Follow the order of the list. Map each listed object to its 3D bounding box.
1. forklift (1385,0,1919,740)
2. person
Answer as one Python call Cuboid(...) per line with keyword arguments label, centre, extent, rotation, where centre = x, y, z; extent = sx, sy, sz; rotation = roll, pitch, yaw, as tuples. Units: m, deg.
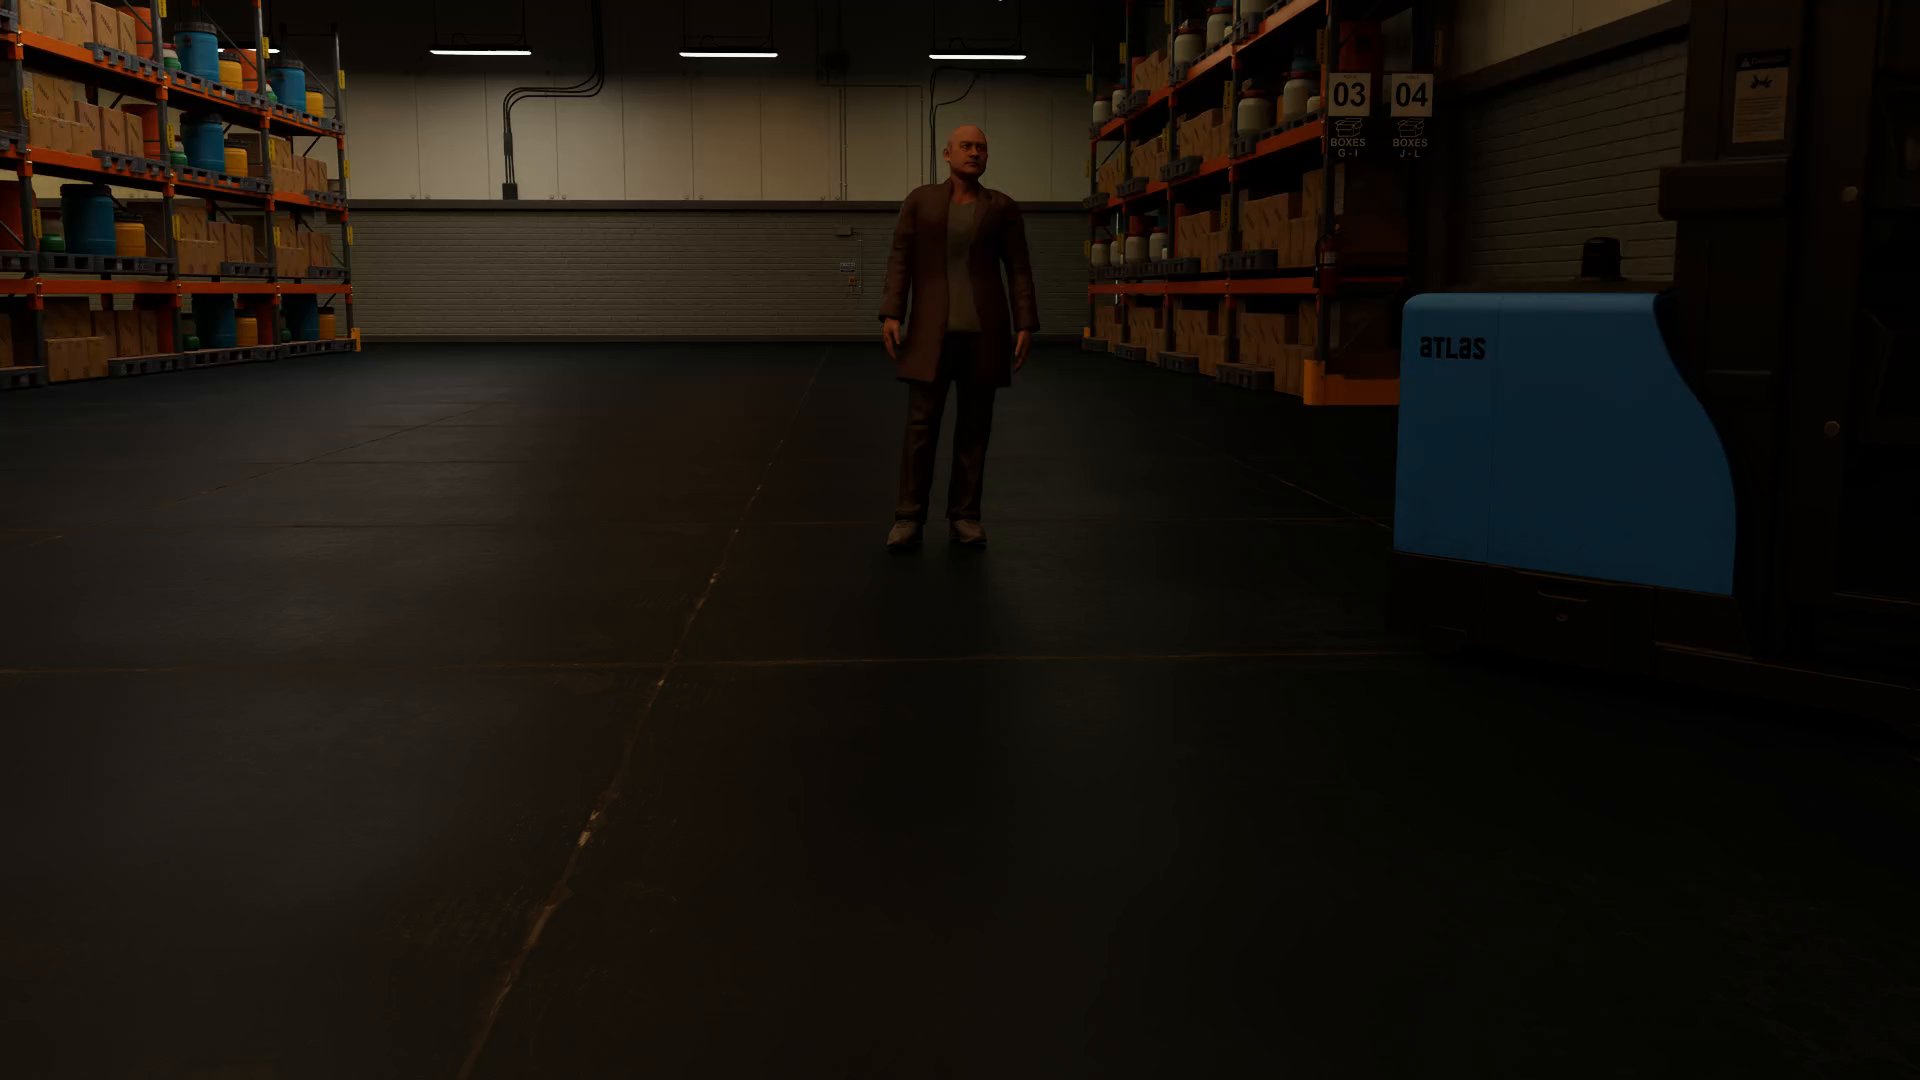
Cuboid(label="forklift", centre=(2.644, -0.999, 4.059), extent=(1.130, 2.935, 3.031), rotation=(-7, 11, -41))
Cuboid(label="person", centre=(0.002, -0.873, 7.087), extent=(0.698, 1.777, 0.579), rotation=(-1, 8, -4))
